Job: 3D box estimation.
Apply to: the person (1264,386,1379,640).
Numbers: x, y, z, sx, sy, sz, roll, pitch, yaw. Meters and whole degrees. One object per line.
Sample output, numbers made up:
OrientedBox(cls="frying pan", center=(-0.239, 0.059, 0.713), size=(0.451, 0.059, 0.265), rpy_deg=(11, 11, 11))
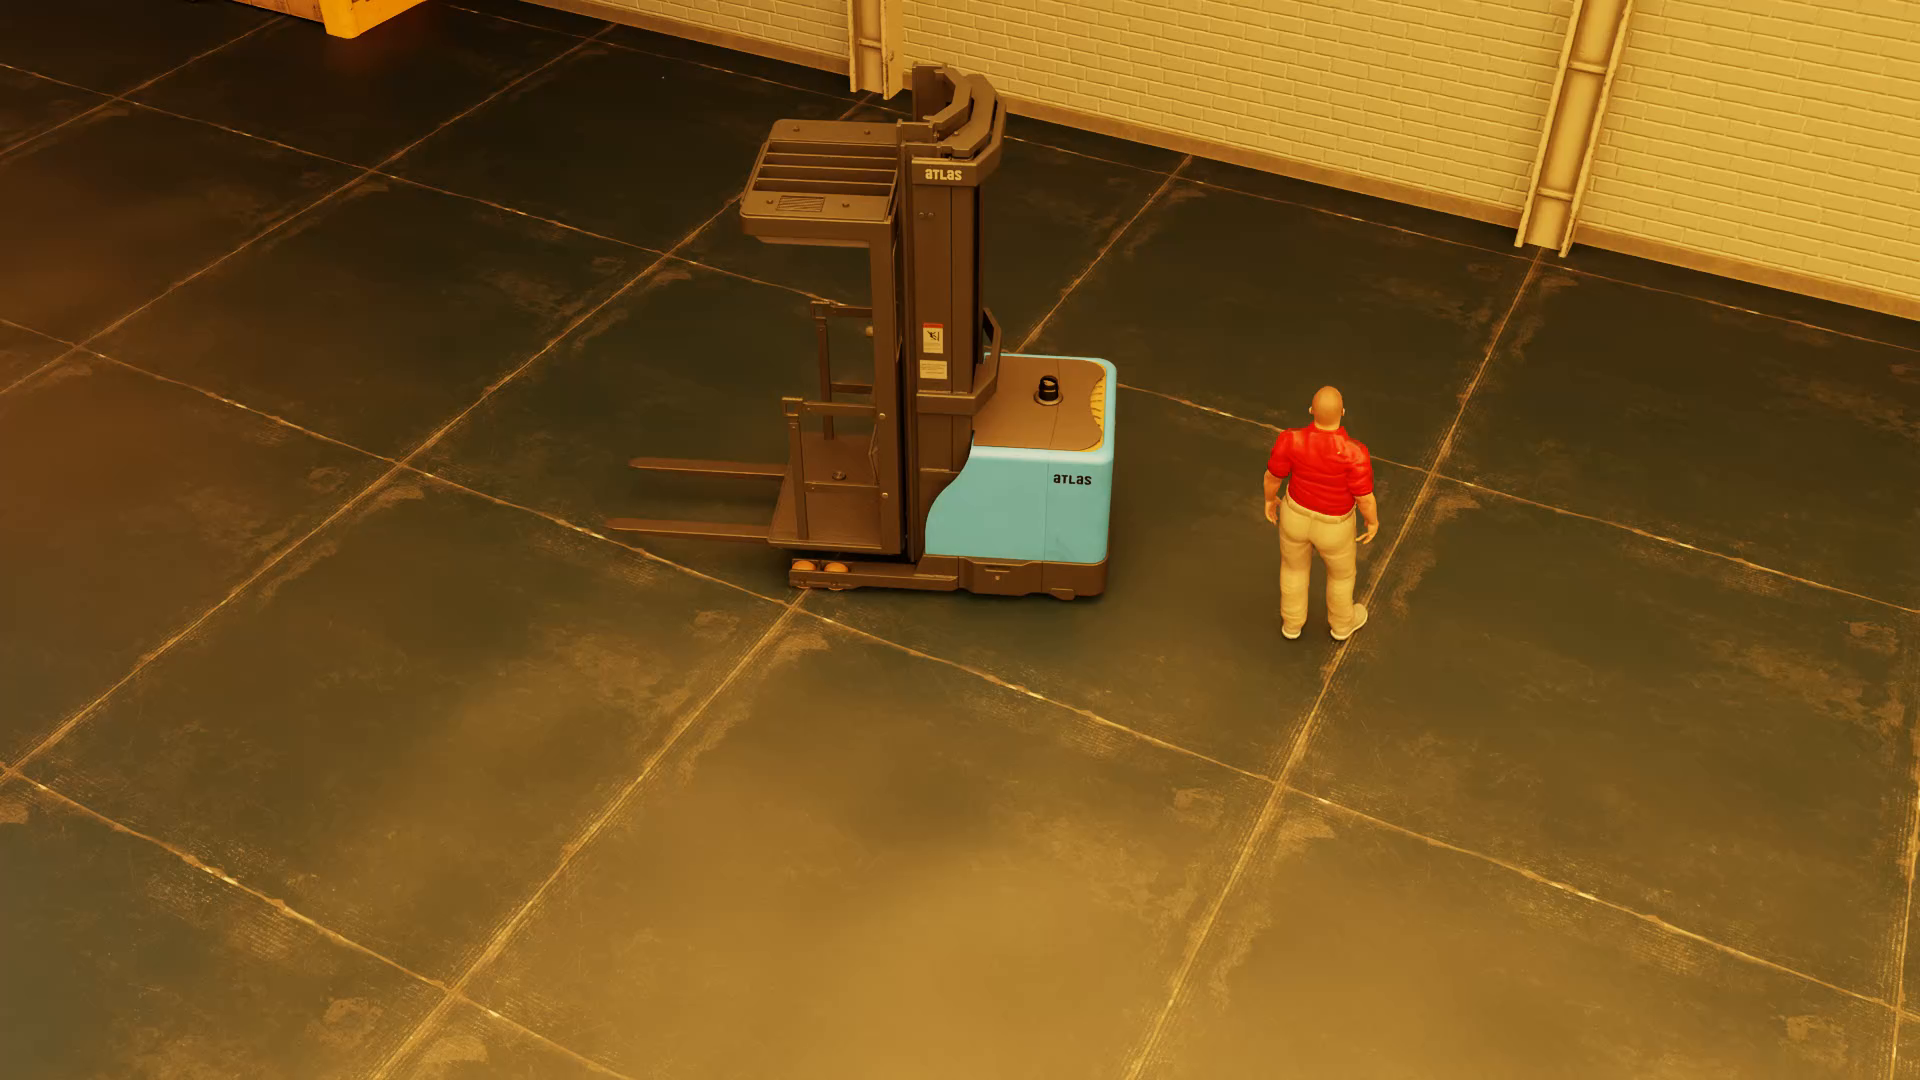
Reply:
OrientedBox(cls="person", center=(1.993, -0.169, 9.108), size=(0.642, 1.727, 0.550), rpy_deg=(18, 43, 20))

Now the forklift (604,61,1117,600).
OrientedBox(cls="forklift", center=(-0.606, -1.157, 9.360), size=(3.031, 2.935, 1.130), rpy_deg=(3, 40, 4))
